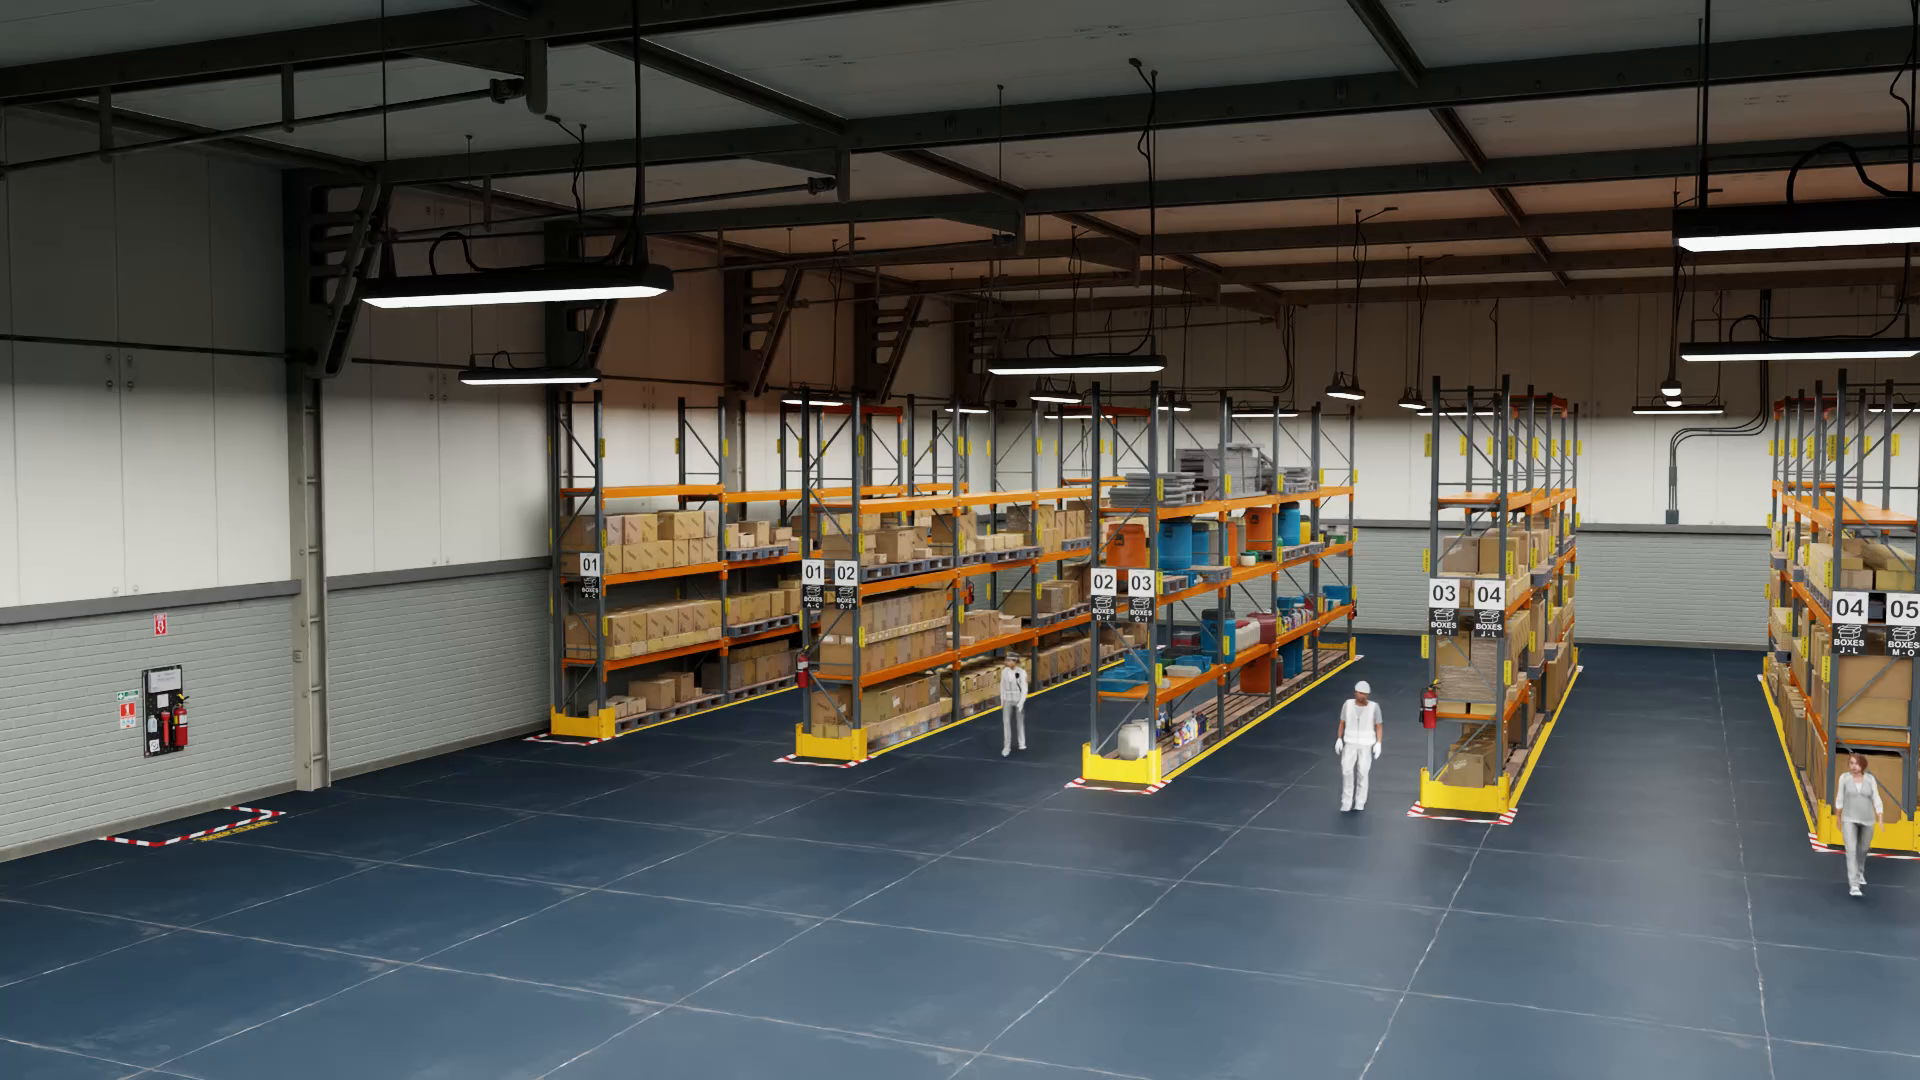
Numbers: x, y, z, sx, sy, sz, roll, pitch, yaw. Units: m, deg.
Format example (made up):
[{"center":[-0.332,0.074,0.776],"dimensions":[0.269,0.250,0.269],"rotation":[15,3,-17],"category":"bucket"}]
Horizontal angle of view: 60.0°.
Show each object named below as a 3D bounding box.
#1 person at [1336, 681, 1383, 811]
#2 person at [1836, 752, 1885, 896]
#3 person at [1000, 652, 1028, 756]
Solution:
[{"center":[5.512,2.879,22.984],"dimensions":[0.639,1.874,0.393],"rotation":[1,3,22],"category":"person"},{"center":[10.111,3.223,18.692],"dimensions":[0.448,1.453,0.893],"rotation":[1,3,19],"category":"person"},{"center":[0.870,2.653,27.265],"dimensions":[0.514,1.637,0.881],"rotation":[1,3,17],"category":"person"}]
